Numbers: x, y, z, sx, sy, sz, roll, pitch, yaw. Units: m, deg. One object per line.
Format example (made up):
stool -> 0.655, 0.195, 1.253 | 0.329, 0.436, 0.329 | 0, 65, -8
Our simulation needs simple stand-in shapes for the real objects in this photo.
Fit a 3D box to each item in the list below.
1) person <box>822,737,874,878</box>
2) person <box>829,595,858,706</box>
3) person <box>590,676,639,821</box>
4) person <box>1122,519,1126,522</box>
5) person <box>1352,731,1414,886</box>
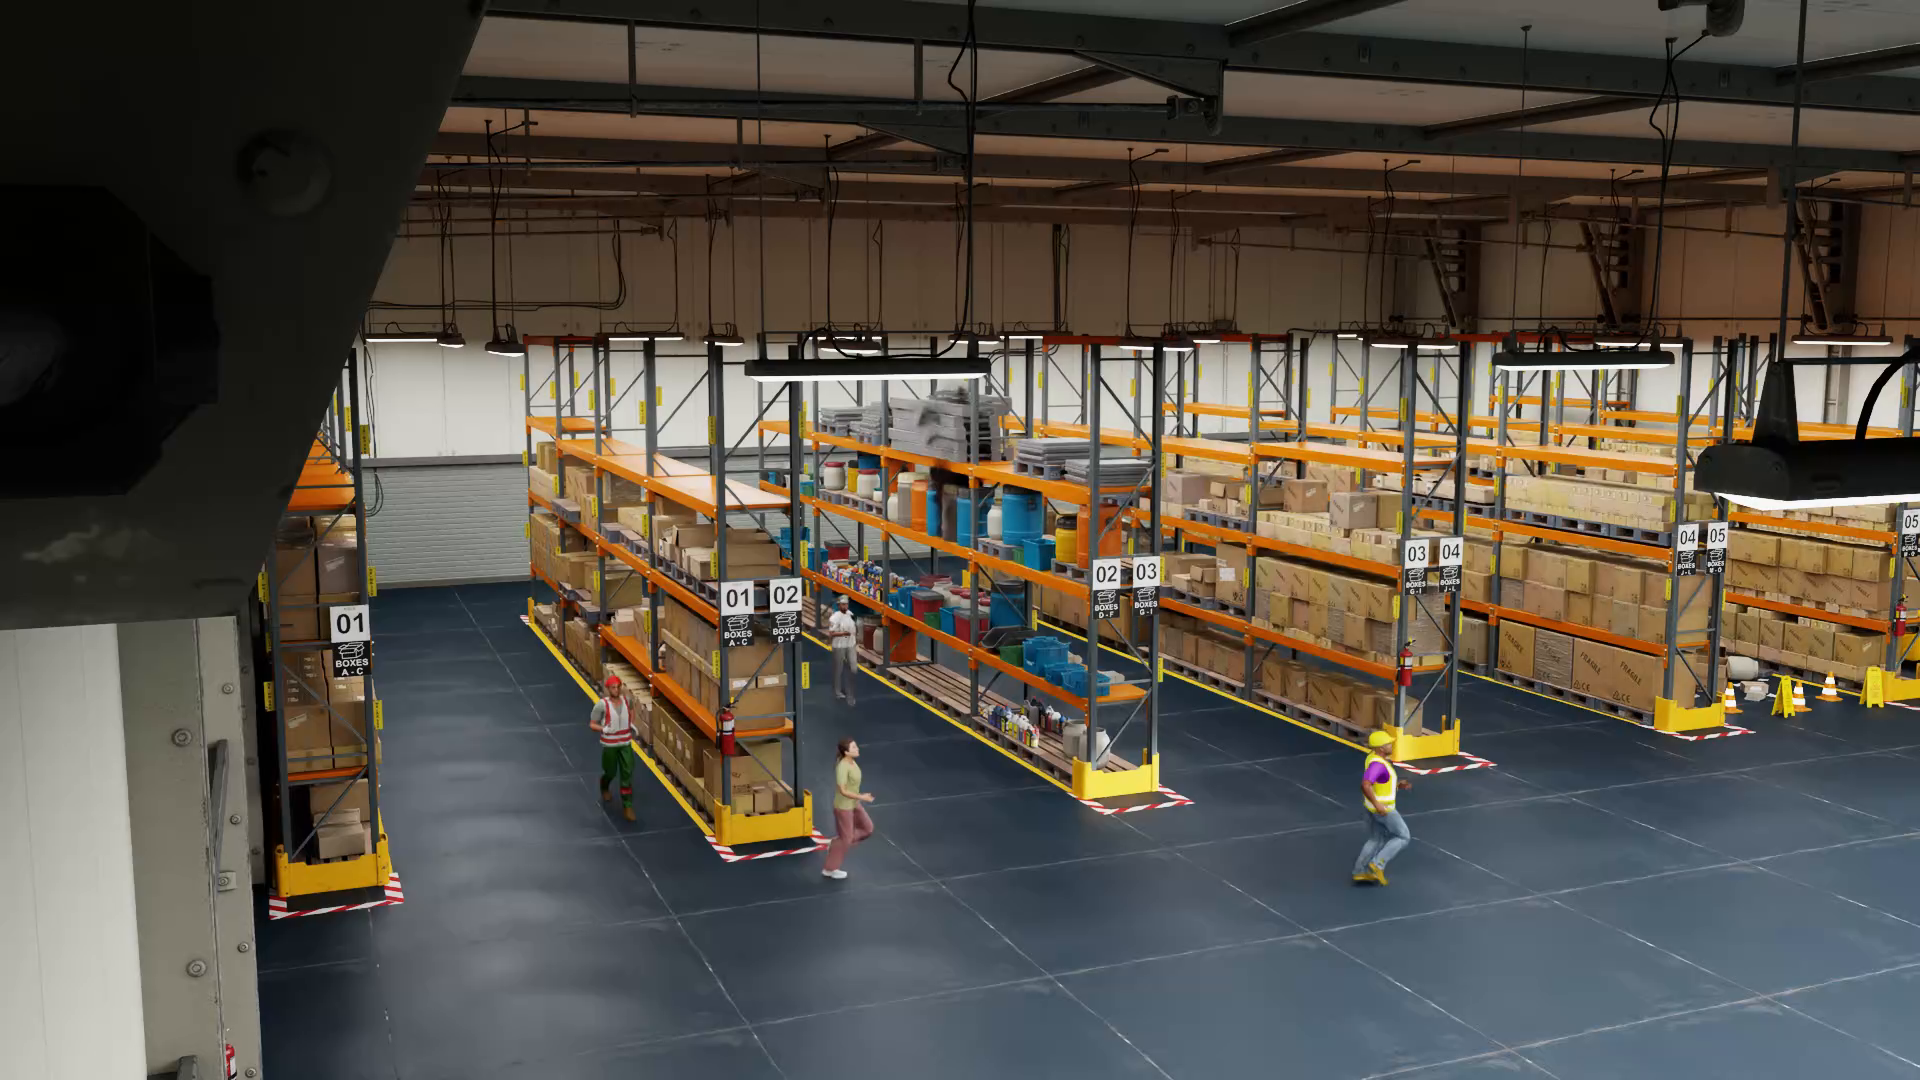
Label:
person -> -1.259, 3.027, 18.903 | 0.632, 1.626, 0.609 | 2, 8, 12
person -> -1.803, 1.743, 26.277 | 0.558, 1.786, 0.656 | -4, 9, -30
person -> -4.392, 2.611, 21.220 | 0.656, 1.786, 0.987 | -4, 9, -29
person -> 3.629, 0.026, 40.973 | 0.953, 1.705, 0.843 | -4, 9, -27
person -> 4.750, 2.994, 18.603 | 0.665, 1.740, 0.685 | 0, 8, 1
